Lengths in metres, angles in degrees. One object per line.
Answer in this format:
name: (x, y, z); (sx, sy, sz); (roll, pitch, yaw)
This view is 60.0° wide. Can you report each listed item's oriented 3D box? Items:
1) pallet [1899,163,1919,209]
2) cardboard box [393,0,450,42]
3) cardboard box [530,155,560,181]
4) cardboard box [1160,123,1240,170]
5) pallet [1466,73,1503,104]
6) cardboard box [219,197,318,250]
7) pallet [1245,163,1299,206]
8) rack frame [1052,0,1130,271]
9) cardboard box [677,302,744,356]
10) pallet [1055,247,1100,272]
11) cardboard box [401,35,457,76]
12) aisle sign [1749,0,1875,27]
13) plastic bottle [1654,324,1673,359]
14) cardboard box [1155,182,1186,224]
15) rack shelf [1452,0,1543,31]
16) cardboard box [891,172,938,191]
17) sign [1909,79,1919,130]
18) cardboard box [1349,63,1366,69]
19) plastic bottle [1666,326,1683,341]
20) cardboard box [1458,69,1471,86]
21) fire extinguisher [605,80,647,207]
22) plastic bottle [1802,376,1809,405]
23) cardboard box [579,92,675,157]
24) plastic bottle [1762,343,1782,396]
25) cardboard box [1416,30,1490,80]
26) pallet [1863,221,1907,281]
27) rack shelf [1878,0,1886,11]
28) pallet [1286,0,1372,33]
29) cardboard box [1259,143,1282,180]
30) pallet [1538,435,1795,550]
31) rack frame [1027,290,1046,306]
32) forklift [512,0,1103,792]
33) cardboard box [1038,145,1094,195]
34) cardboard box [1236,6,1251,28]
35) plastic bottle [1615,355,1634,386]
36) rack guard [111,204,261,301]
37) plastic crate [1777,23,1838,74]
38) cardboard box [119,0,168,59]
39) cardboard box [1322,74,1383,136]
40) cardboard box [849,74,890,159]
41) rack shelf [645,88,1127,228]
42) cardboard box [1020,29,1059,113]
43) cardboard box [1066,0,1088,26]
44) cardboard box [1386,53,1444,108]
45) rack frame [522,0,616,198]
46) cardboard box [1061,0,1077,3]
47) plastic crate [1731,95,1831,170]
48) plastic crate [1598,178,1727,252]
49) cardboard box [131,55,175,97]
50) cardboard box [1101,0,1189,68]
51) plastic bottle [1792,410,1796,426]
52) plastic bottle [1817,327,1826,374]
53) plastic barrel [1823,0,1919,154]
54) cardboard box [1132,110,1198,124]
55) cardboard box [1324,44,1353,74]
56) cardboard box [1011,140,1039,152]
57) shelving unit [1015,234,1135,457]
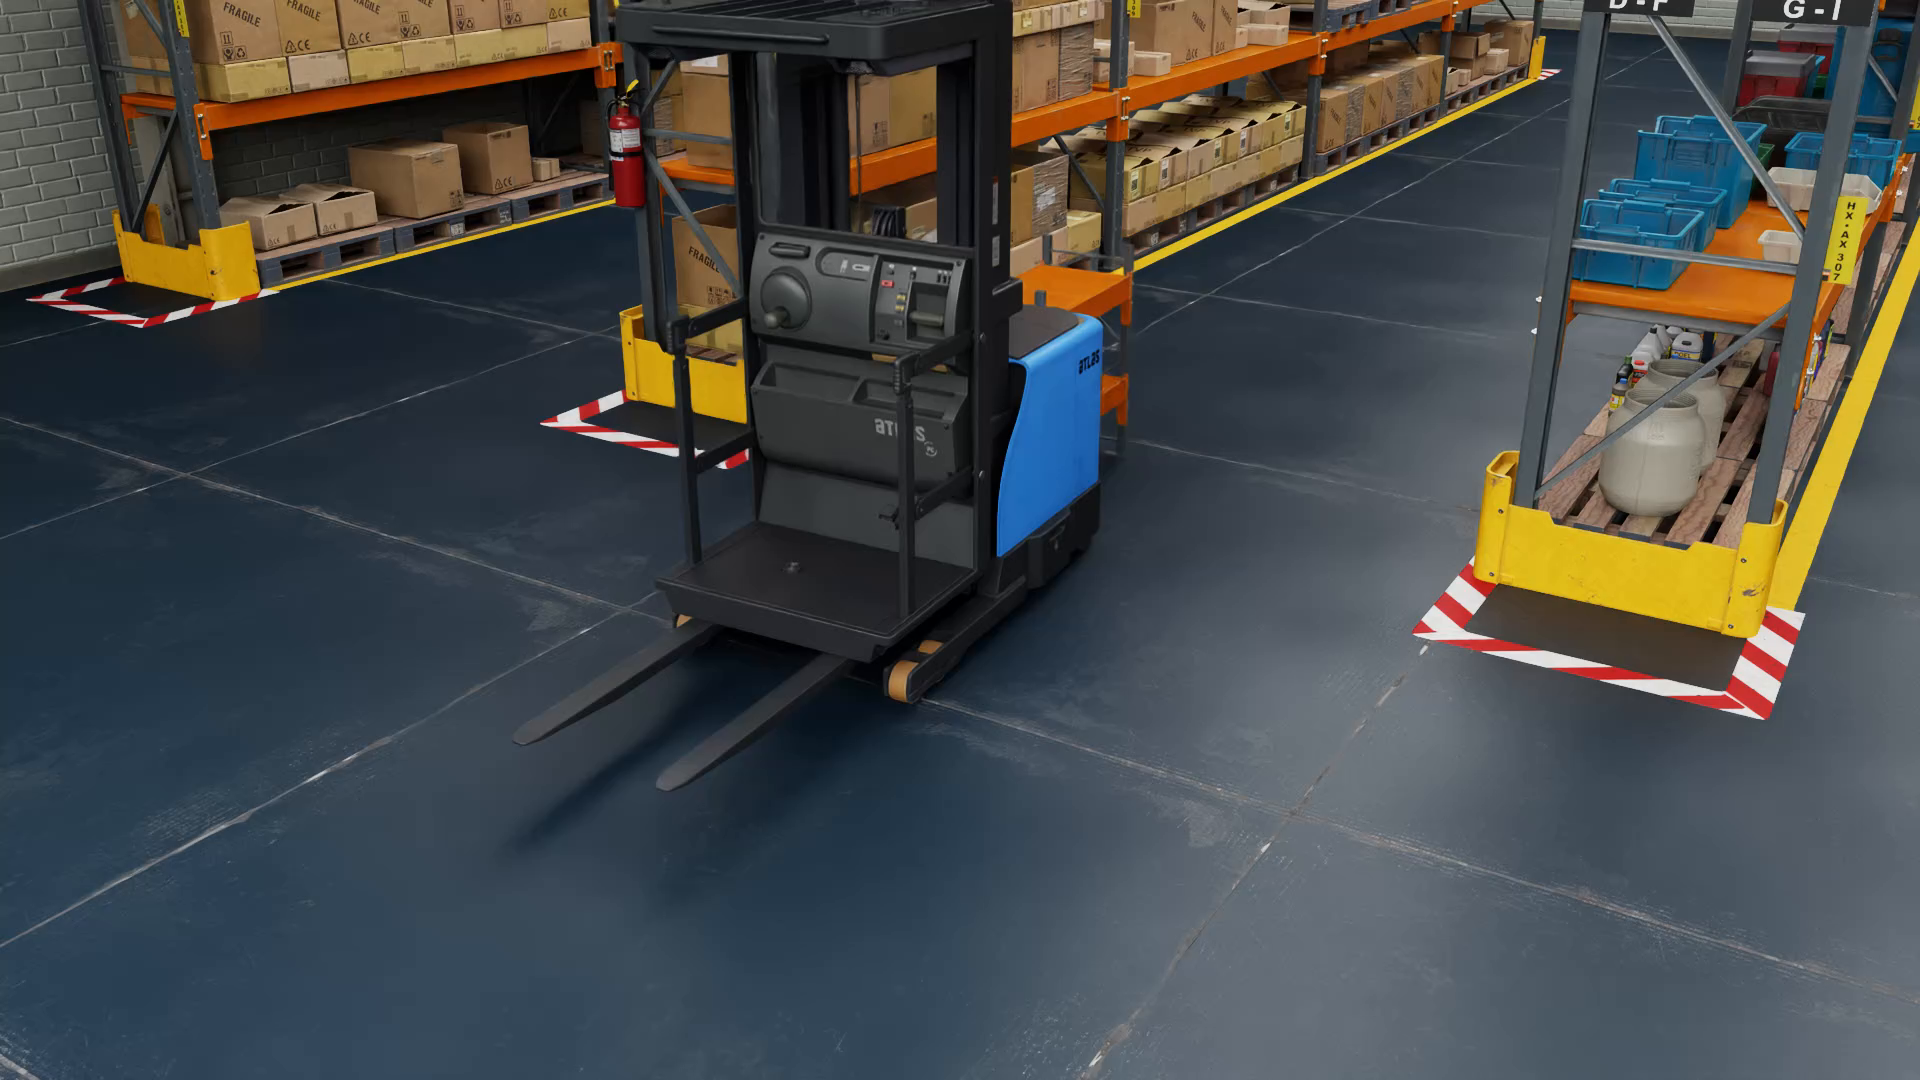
pallet: (8.085, -3.215, 14.911); (1.003, 0.211, 1.213); (14, 27, 29)
cardboard box: (-4.260, -4.083, 12.625); (0.500, 0.500, 0.500); (15, 27, 31)
cardboard box: (-3.723, -3.251, 14.496); (0.380, 0.166, 0.250); (10, 25, 22)
cardboard box: (1.984, -3.294, 13.809); (0.500, 0.311, 0.500); (15, 27, 30)
pallet: (5.970, -5.564, 20.338); (1.003, 0.211, 1.213); (14, 27, 29)
cardboard box: (-5.135, -2.368, 12.276); (0.500, 0.311, 0.500); (11, 26, 23)
pallet: (2.387, -3.300, 15.106); (1.003, 0.211, 1.213); (14, 27, 29)
rack frame: (0.744, -3.499, 12.057); (1.000, 3.000, 0.127); (14, 27, 29)
cardboard box: (-1.334, -1.323, 9.962); (0.500, 0.250, 0.500); (14, 27, 29)
pallet: (0.289, -1.960, 12.011); (1.003, 0.211, 1.213); (14, 27, 29)
cardboard box: (-4.245, -3.743, 12.785); (0.500, 0.250, 0.500); (14, 27, 29)
aisle sign: (3.052, -2.217, 5.823); (0.394, 0.787, 0.004); (14, 27, 29)
plastic bottle: (3.849, -1.053, 9.188); (0.144, 0.351, 0.185); (14, 27, 29)
cardboard box: (1.438, -2.686, 13.112); (0.500, 0.250, 0.500); (15, 27, 30)
rack shelf: (6.019, -6.544, 19.996); (1.077, 0.370, 4.000); (14, 27, 29)
cardboard box: (-0.100, -2.064, 10.731); (0.500, 0.500, 0.500); (14, 27, 29)
sign: (5.412, -2.468, 9.326); (0.100, 0.325, 0.005); (14, 27, 29)
cardboard box: (3.960, -4.792, 17.637); (0.500, 0.500, 0.500); (14, 27, 30)
plastic bottle: (4.027, -1.103, 9.402); (0.097, 0.271, 0.097); (0, 23, 0)
cardboard box: (5.817, -5.491, 19.671); (0.380, 0.166, 0.250); (14, 27, 29)
fire extinguisher: (-1.823, -2.171, 9.086); (0.296, 0.674, 0.183); (14, 27, 29)
plastic bottle: (4.456, -0.826, 8.851); (0.097, 0.201, 0.097); (0, 23, 0)
cardboard box: (-3.092, -3.842, 15.443); (0.700, 0.500, 0.500); (15, 28, 31)
plastic bottle: (4.404, -0.932, 8.991); (0.061, 0.283, 0.133); (14, 27, 29)
cardboard box: (5.951, -5.890, 20.170); (0.797, 0.503, 0.637); (14, 27, 29)
pallet: (6.619, -2.277, 12.743); (1.003, 0.211, 1.213); (14, 27, 29)
rack shelf: (3.896, -2.831, 7.644); (1.077, 0.370, 4.000); (14, 27, 29)
pallet: (3.152, -5.004, 15.776); (1.213, 0.211, 1.003); (14, 27, 29)
cardboard box: (2.515, -3.376, 14.706); (0.500, 0.250, 0.500); (14, 27, 28)
pallet: (3.274, -0.138, 7.804); (1.003, 0.211, 1.213); (14, 27, 29)
rack frame: (0.163, -0.654, 7.844); (0.500, 1.125, 0.032); (12, 26, 26)
forklift: (-0.502, -0.927, 6.203); (1.130, 2.935, 3.031); (12, 26, 26)
cardboard box: (0.715, -2.884, 12.863); (0.500, 0.311, 0.500); (14, 27, 29)
cardboard box: (2.218, -4.547, 14.589); (0.500, 0.311, 0.500); (14, 27, 28)
plastic bottle: (3.483, -0.820, 8.734); (0.061, 0.283, 0.133); (15, 27, 30)
rack guard: (-5.536, -2.064, 11.889); (1.175, 0.500, 0.348); (14, 27, 29)
plastic crate: (5.948, -3.358, 11.650); (0.402, 0.464, 0.583); (14, 27, 29)
cardboard box: (-5.508, -3.674, 11.680); (0.500, 0.500, 0.500); (14, 27, 28)
cardboard box: (3.878, -4.344, 16.601); (0.500, 0.500, 0.500); (13, 27, 28)
cardboard box: (-0.835, -2.528, 9.688); (0.700, 0.500, 0.500); (15, 27, 30)
rack shelf: (-0.311, -2.494, 10.640); (1.077, 0.370, 4.000); (14, 27, 29)
cardboard box: (0.243, -3.214, 11.273); (0.700, 0.500, 0.500); (14, 27, 28)
cardboard box: (0.651, -3.623, 11.400); (0.380, 0.149, 0.250); (13, 27, 28)
cardboard box: (4.948, -5.027, 18.180); (0.500, 0.500, 0.500); (14, 27, 29)
rack frame: (-3.466, -4.536, 14.452); (1.000, 3.000, 0.127); (14, 27, 29)
cardboard box: (0.516, -3.989, 11.430); (0.700, 0.500, 0.500); (14, 27, 29)
plastic crate: (4.566, -2.281, 9.322); (0.767, 0.338, 0.504); (14, 27, 29)
plastic crate: (3.198, -1.491, 7.606); (0.499, 0.251, 0.408); (14, 27, 29)
cardboard box: (-5.494, -3.324, 11.817); (0.500, 0.250, 0.500); (14, 27, 30)
cardboard box: (1.441, -3.978, 13.038); (0.500, 0.500, 0.500); (16, 28, 33)
plastic bottle: (4.243, -0.722, 8.522); (0.097, 0.271, 0.097); (0, 23, 0)
plastic bottle: (4.755, -1.103, 9.304); (0.144, 0.351, 0.185); (12, 26, 26)
plastic barrel: (5.412, -2.757, 9.711); (0.600, 0.901, 0.708); (14, 27, 29)
cardboard box: (1.788, -3.571, 14.450); (0.500, 0.311, 0.500); (13, 27, 28)
cardboard box: (3.711, -4.979, 17.124); (0.500, 0.250, 0.500); (13, 27, 28)
cardboard box: (0.234, -2.683, 12.161); (0.500, 0.500, 0.500); (14, 27, 29)
shelving unit: (0.407, -0.831, 8.254); (0.538, 1.125, 1.048); (12, 26, 26)
